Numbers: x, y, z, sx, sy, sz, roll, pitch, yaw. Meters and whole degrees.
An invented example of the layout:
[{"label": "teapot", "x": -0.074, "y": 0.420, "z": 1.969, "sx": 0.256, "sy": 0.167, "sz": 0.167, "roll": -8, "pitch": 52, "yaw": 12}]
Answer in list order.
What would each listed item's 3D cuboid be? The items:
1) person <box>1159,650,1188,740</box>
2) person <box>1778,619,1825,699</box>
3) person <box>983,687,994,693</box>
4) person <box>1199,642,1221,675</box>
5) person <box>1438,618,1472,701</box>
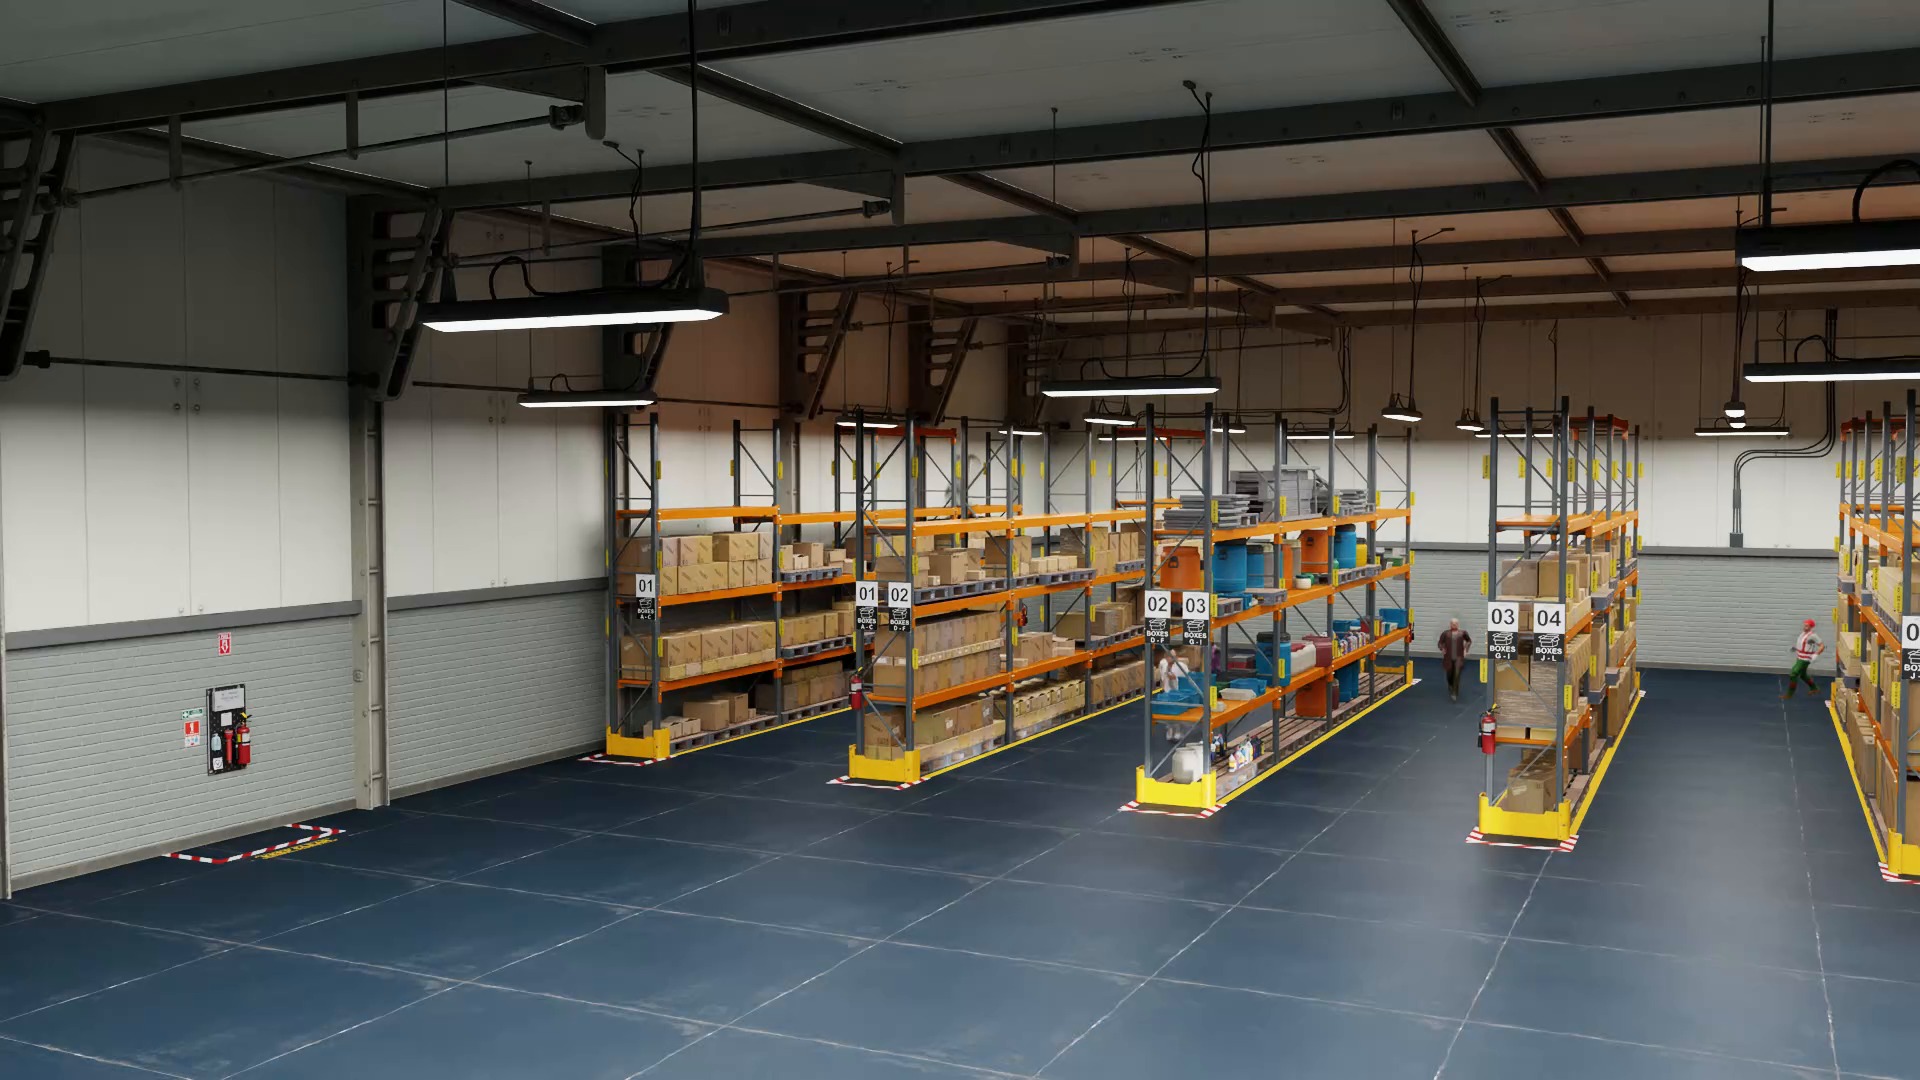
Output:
[{"label": "person", "x": 3.914, "y": 2.844, "z": 30.509, "sx": 0.690, "sy": 1.706, "sz": 0.949, "roll": 1, "pitch": 3, "yaw": 27}, {"label": "person", "x": 18.316, "y": 2.592, "z": 36.129, "sx": 0.901, "sy": 1.768, "sz": 0.717, "roll": 0, "pitch": 2, "yaw": 7}, {"label": "person", "x": 0.538, "y": 2.734, "z": 36.324, "sx": 0.637, "sy": 1.482, "sz": 0.855, "roll": 0, "pitch": 2, "yaw": 9}, {"label": "person", "x": 5.422, "y": 2.813, "z": 35.611, "sx": 0.566, "sy": 1.395, "sz": 0.774, "roll": 1, "pitch": 3, "yaw": 26}, {"label": "person", "x": 10.847, "y": 2.601, "z": 36.485, "sx": 0.710, "sy": 1.773, "sz": 0.926, "roll": 1, "pitch": 3, "yaw": 18}]
